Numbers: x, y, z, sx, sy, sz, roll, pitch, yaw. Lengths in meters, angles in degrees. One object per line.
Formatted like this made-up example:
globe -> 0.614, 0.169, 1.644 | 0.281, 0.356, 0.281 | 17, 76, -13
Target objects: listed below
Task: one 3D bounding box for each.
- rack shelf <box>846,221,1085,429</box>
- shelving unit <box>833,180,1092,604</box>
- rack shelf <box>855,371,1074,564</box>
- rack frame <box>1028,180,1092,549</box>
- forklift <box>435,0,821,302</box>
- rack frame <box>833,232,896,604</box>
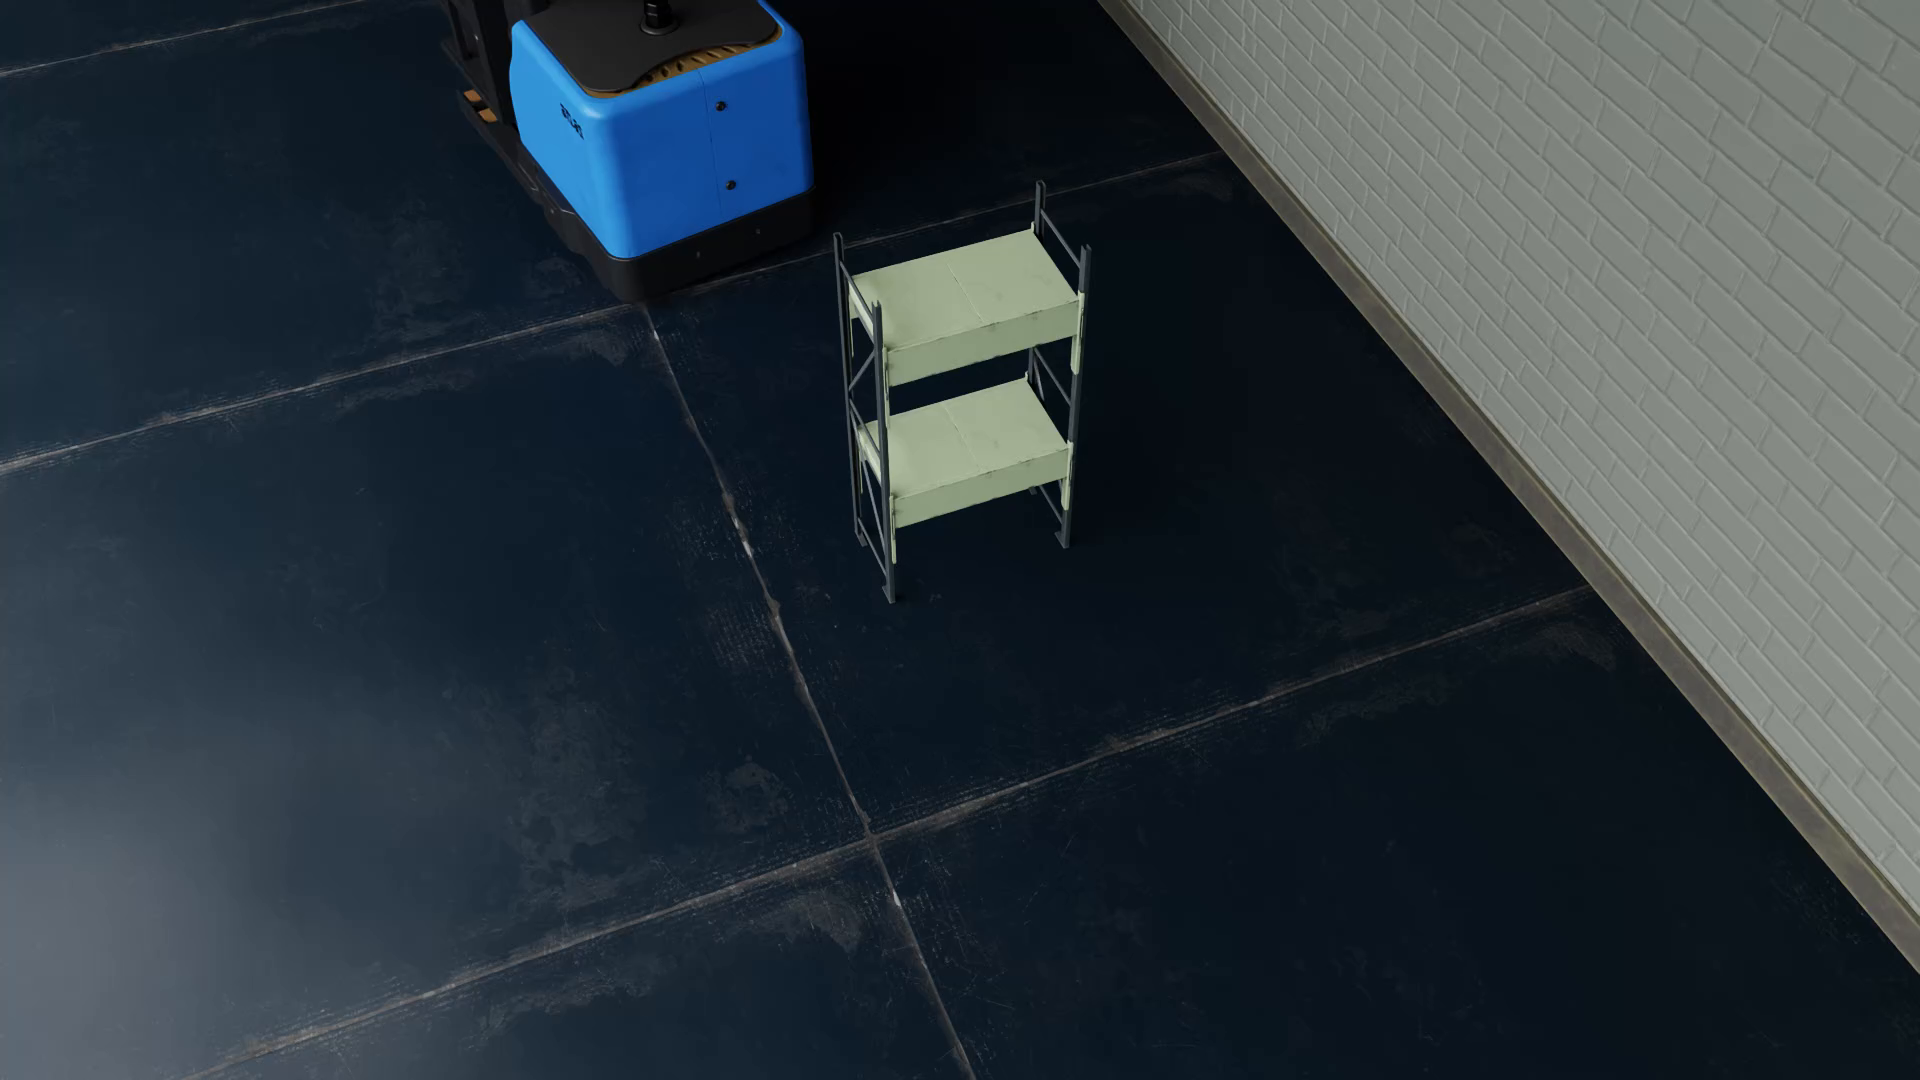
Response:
rack shelf -> 0.006, -0.745, 5.727 | 0.720, 0.370, 0.431 | -17, 52, -14
shelving unit -> 0.006, -0.491, 6.023 | 0.755, 1.500, 0.431 | -17, 52, -14
rack shelf -> 0.006, -0.278, 6.271 | 0.720, 0.370, 0.431 | -17, 52, -14
rack frame -> 0.345, -0.596, 6.114 | 0.023, 1.500, 0.400 | -17, 52, -14
forklift -> -1.868, -3.115, 7.334 | 1.130, 2.935, 3.031 | -26, 54, -21
rack frame -> -0.333, -0.386, 5.933 | 0.023, 1.500, 0.400 | -17, 52, -14
